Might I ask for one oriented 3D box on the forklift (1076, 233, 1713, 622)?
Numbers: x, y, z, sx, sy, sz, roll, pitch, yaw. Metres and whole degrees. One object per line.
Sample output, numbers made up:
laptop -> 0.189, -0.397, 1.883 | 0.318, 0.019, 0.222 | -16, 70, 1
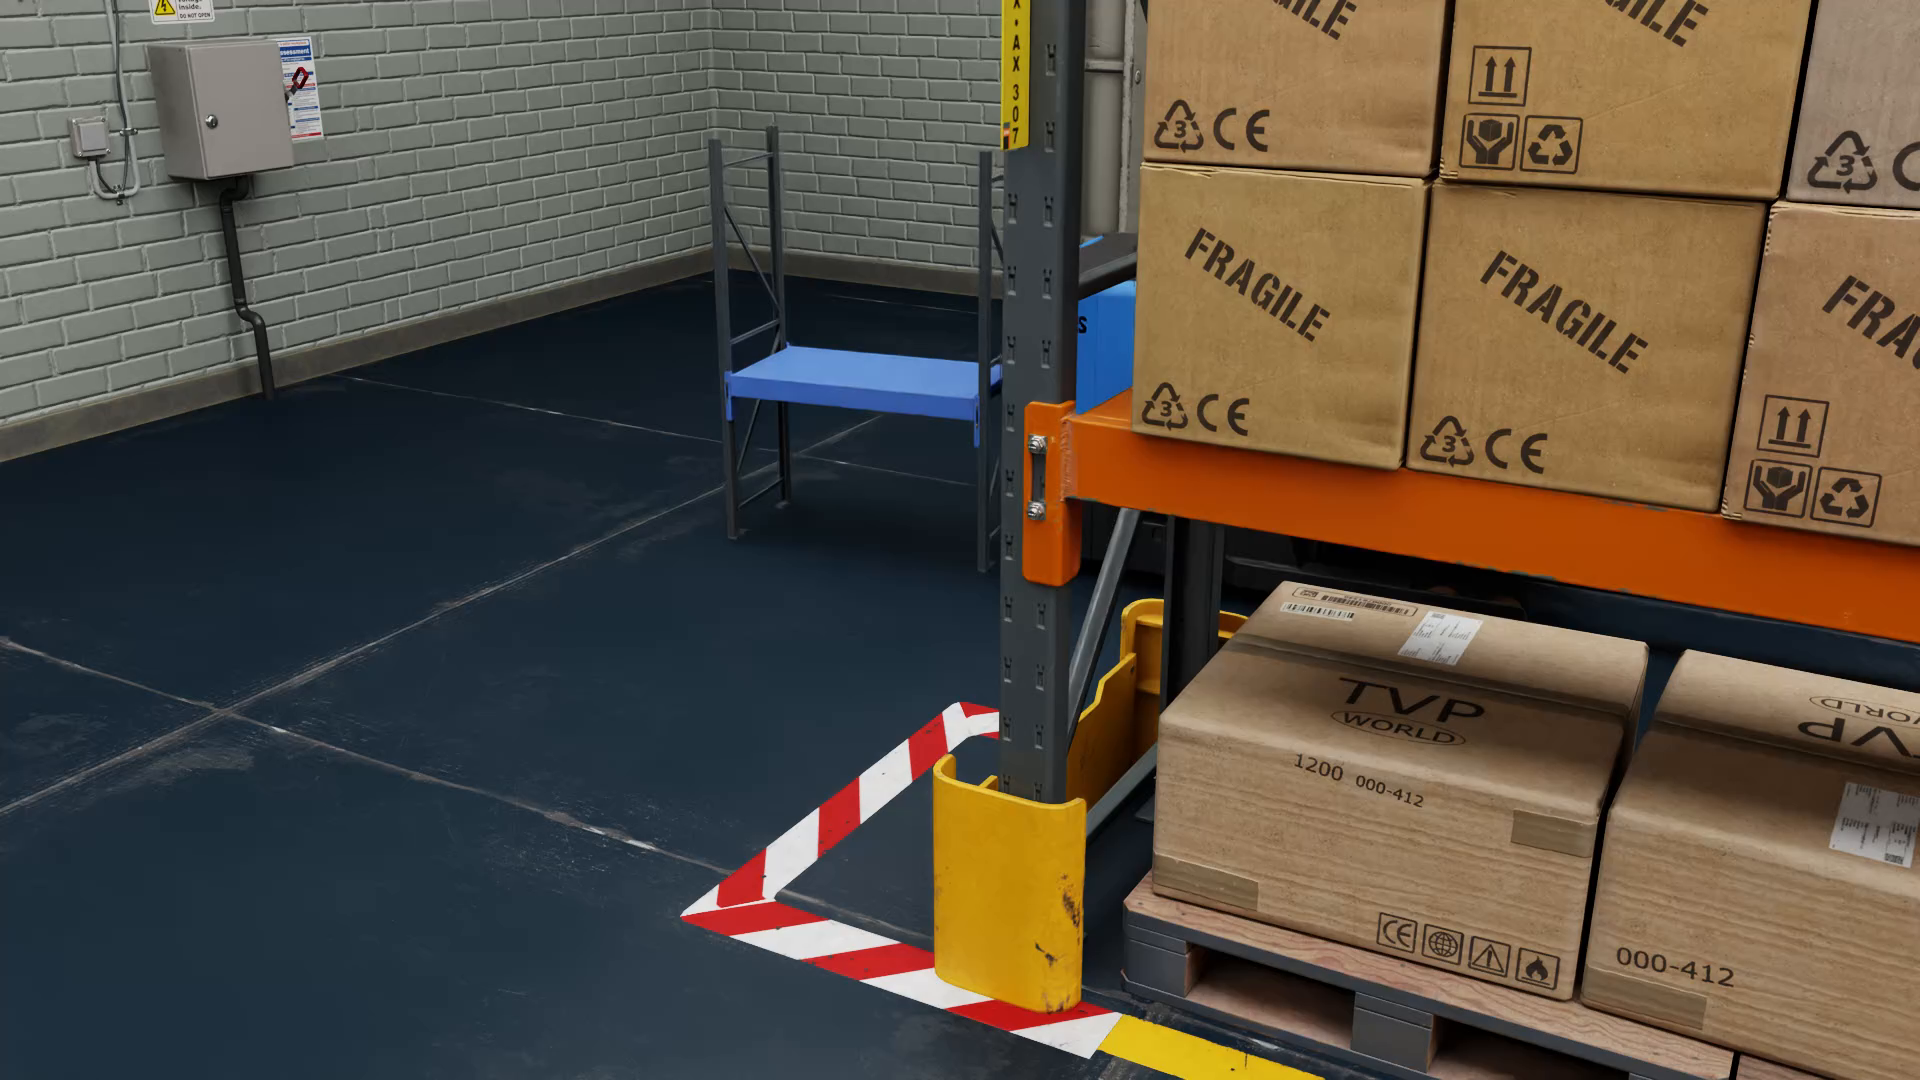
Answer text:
forklift -> 1.720, -1.233, 5.467 | 3.031, 2.935, 1.130 | 9, 22, 24

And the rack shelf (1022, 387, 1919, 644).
rack shelf -> 2.121, 0.087, 2.782 | 4.000, 0.370, 1.077 | 11, 23, 27

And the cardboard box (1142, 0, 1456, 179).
cardboard box -> 0.655, -0.936, 2.935 | 0.500, 0.500, 0.500 | 10, 22, 26

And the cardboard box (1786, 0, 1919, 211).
cardboard box -> 1.563, -0.769, 2.474 | 0.500, 0.500, 0.500 | 11, 22, 27

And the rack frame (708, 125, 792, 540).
rack frame -> -0.789, -0.786, 6.331 | 0.032, 1.500, 0.500 | 7, 21, 19

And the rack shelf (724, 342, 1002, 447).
rack shelf -> -0.312, -0.556, 6.226 | 1.000, 0.185, 0.538 | 7, 21, 19

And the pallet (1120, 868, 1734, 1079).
pallet -> 1.111, 0.837, 3.749 | 1.213, 0.211, 1.003 | 11, 23, 27

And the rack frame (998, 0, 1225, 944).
rack frame -> 0.375, -0.584, 3.576 | 0.127, 3.000, 1.000 | 11, 23, 27

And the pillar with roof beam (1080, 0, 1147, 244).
pillar with roof beam -> -1.221, -4.318, 5.071 | 0.400, 9.000, 9.100 | 11, 23, 27

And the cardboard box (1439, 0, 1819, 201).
cardboard box -> 1.110, -0.853, 2.704 | 0.500, 0.500, 0.500 | 10, 22, 26

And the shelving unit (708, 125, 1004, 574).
shelving unit -> -0.312, -0.725, 6.165 | 1.048, 1.500, 0.538 | 7, 21, 19

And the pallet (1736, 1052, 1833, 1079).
pallet -> 2.172, 1.040, 3.189 | 1.213, 0.211, 1.003 | 11, 23, 27

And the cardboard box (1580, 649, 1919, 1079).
cardboard box -> 1.803, 0.653, 3.308 | 0.875, 0.438, 0.875 | 11, 23, 29

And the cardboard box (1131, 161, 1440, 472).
cardboard box -> 0.654, -0.466, 3.103 | 0.500, 0.500, 0.500 | 11, 22, 27

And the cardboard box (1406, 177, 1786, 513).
cardboard box -> 1.109, -0.390, 2.894 | 0.500, 0.500, 0.500 | 10, 22, 27

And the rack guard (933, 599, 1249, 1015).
rack guard -> 0.354, 0.587, 4.013 | 0.348, 0.500, 1.175 | 11, 23, 27

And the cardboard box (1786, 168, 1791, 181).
cardboard box -> 1.356, -0.542, 3.313 | 0.500, 0.500, 0.500 | 10, 22, 26

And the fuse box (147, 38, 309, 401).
fuse box -> -3.407, -1.510, 8.019 | 0.414, 1.711, 0.539 | 11, 23, 27

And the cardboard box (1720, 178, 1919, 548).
cardboard box -> 1.545, -0.300, 2.646 | 0.500, 0.500, 0.500 | 11, 22, 27

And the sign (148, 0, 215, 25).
sign -> -3.615, -2.522, 7.708 | 0.001, 0.242, 0.339 | 11, 23, 27

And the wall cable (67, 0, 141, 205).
wall cable -> -3.877, -2.416, 7.138 | 0.122, 1.984, 0.588 | 11, 23, 27

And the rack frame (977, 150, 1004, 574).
rack frame -> 0.164, -0.665, 5.998 | 0.032, 1.500, 0.500 | 7, 21, 19

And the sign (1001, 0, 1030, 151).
sign -> 0.099, -0.864, 2.962 | 0.005, 0.325, 0.100 | 11, 23, 27

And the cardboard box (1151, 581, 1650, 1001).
cardboard box -> 1.000, 0.503, 3.721 | 0.875, 0.438, 0.875 | 10, 22, 25

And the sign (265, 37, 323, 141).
sign -> -3.347, -2.253, 8.316 | 0.001, 0.494, 0.329 | 11, 23, 27
